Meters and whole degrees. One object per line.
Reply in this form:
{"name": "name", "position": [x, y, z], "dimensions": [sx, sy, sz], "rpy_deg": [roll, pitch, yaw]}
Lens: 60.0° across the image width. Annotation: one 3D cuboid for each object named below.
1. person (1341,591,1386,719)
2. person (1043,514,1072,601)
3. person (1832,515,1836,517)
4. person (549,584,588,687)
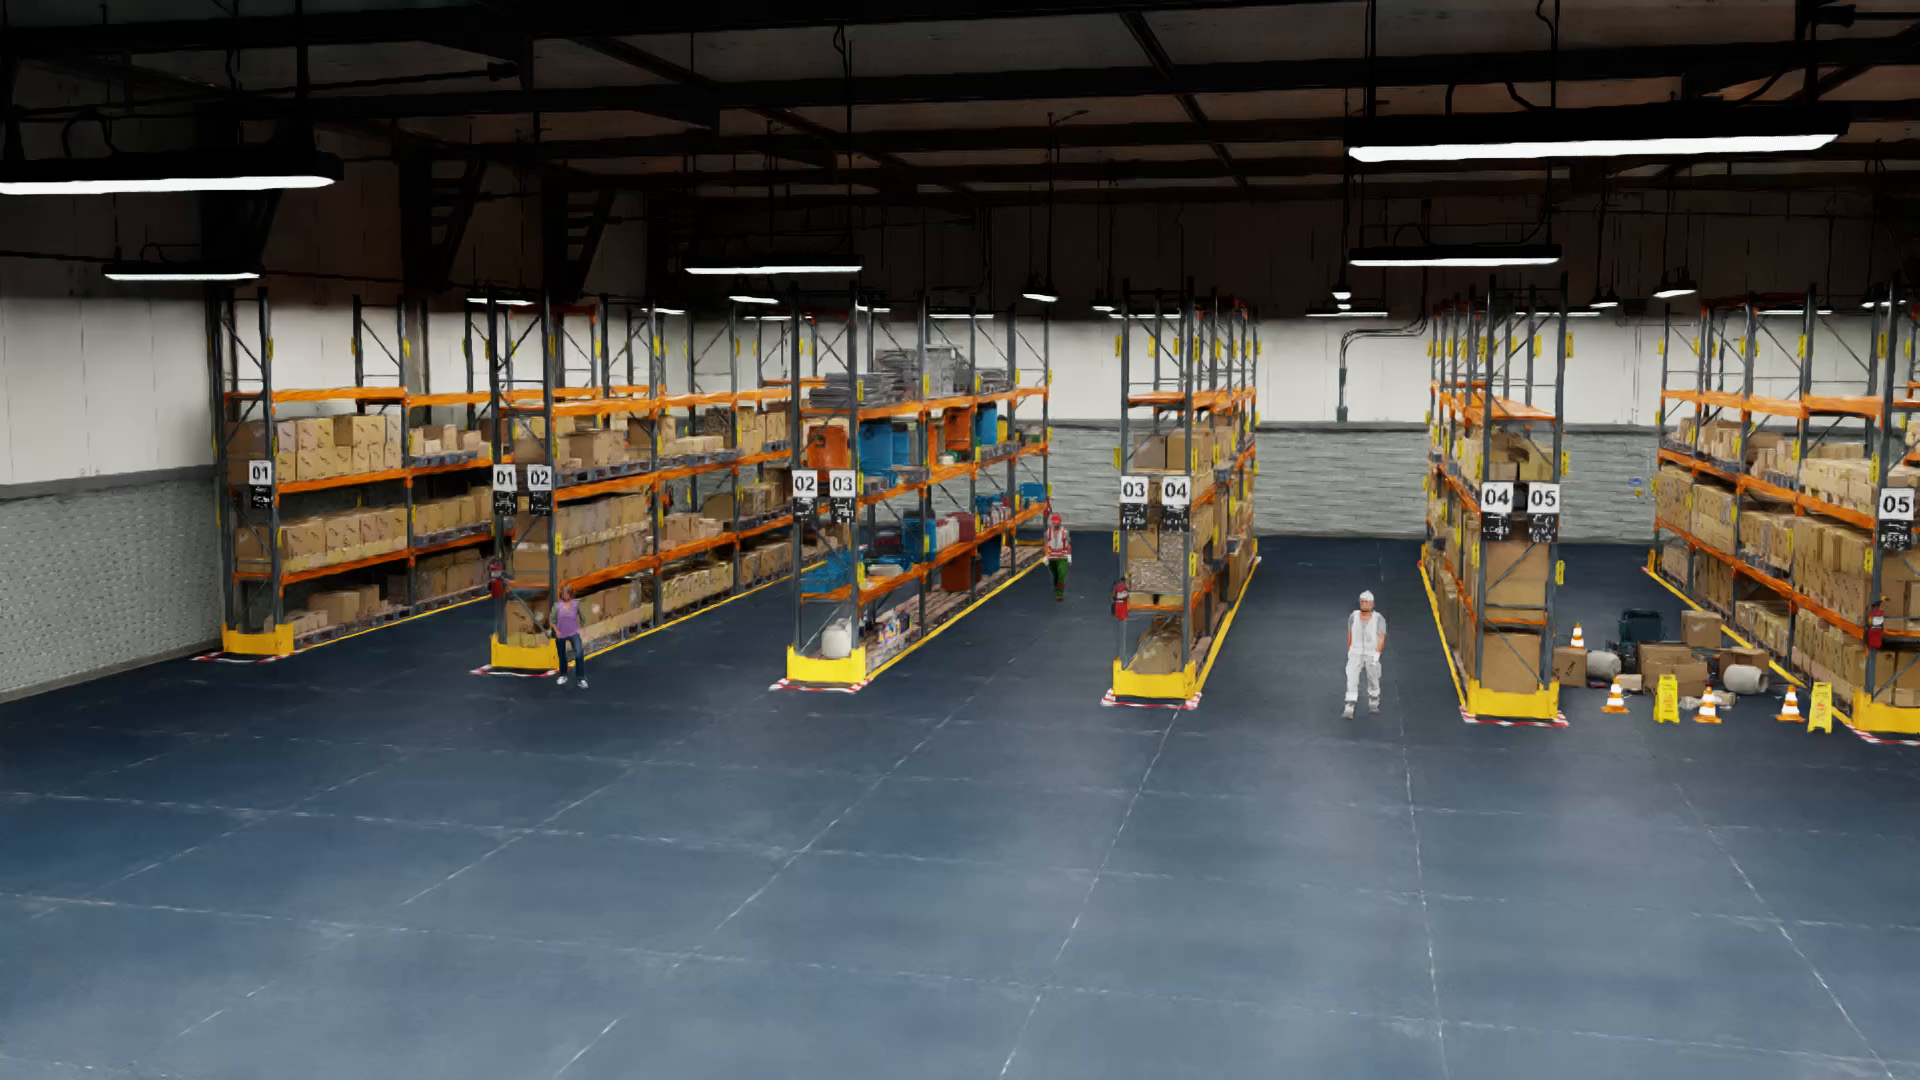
{"name": "person", "position": [5.498, 1.546, 22.551], "dimensions": [0.534, 1.726, 1.038], "rpy_deg": [3, 7, 23]}
{"name": "person", "position": [1.928, 0.331, 33.177], "dimensions": [0.552, 1.709, 1.123], "rpy_deg": [2, 7, 16]}
{"name": "person", "position": [18.592, 0.074, 35.428], "dimensions": [0.386, 1.712, 0.636], "rpy_deg": [2, 7, 17]}
{"name": "person", "position": [-5.803, 1.404, 24.669], "dimensions": [0.554, 1.539, 0.720], "rpy_deg": [-1, 7, -9]}
